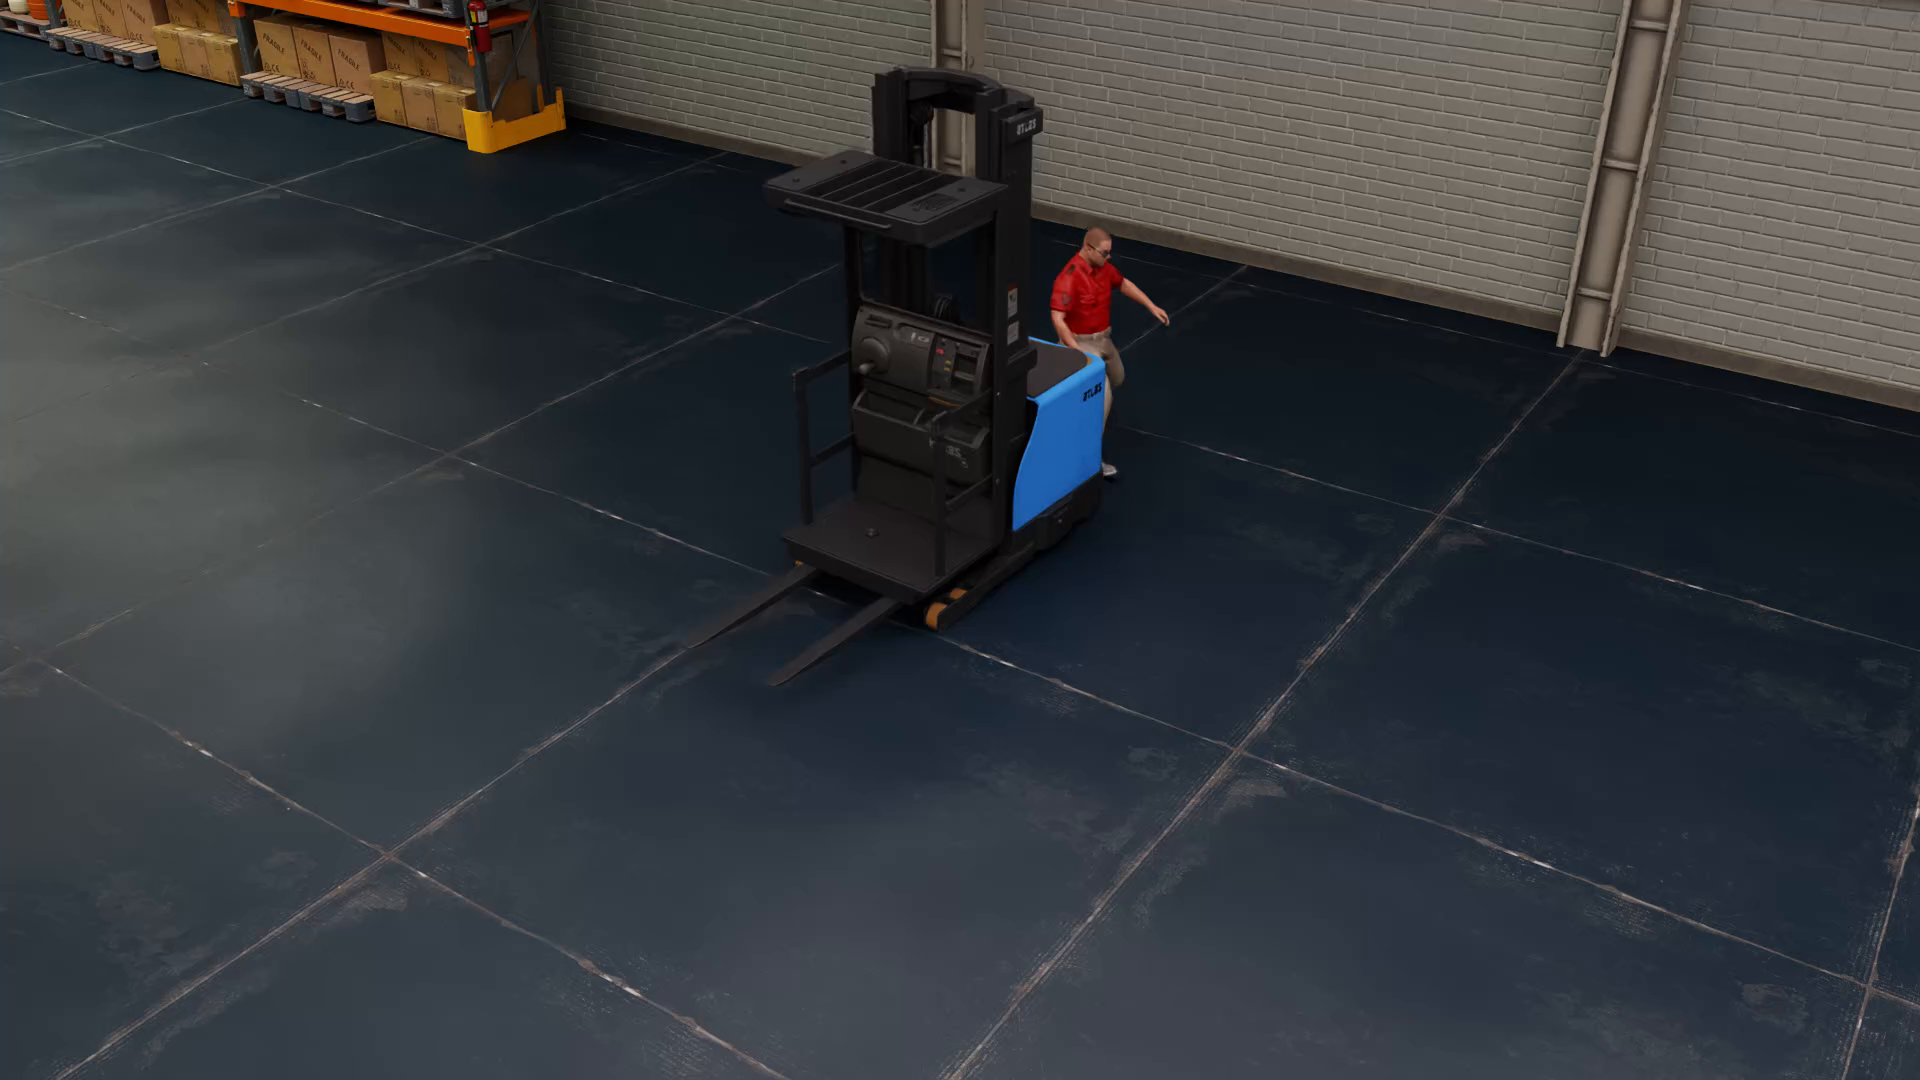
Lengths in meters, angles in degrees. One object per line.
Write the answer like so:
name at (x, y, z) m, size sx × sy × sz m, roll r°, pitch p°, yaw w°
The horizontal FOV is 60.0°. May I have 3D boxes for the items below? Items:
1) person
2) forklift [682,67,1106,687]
person at (0.954, -1.348, 11.304) m, size 0.867 × 1.595 × 1.004 m, roll 21°, pitch 36°, yaw 31°
forklift at (-0.356, -1.018, 9.334) m, size 1.130 × 2.935 × 3.031 m, roll 20°, pitch 36°, yaw 31°
